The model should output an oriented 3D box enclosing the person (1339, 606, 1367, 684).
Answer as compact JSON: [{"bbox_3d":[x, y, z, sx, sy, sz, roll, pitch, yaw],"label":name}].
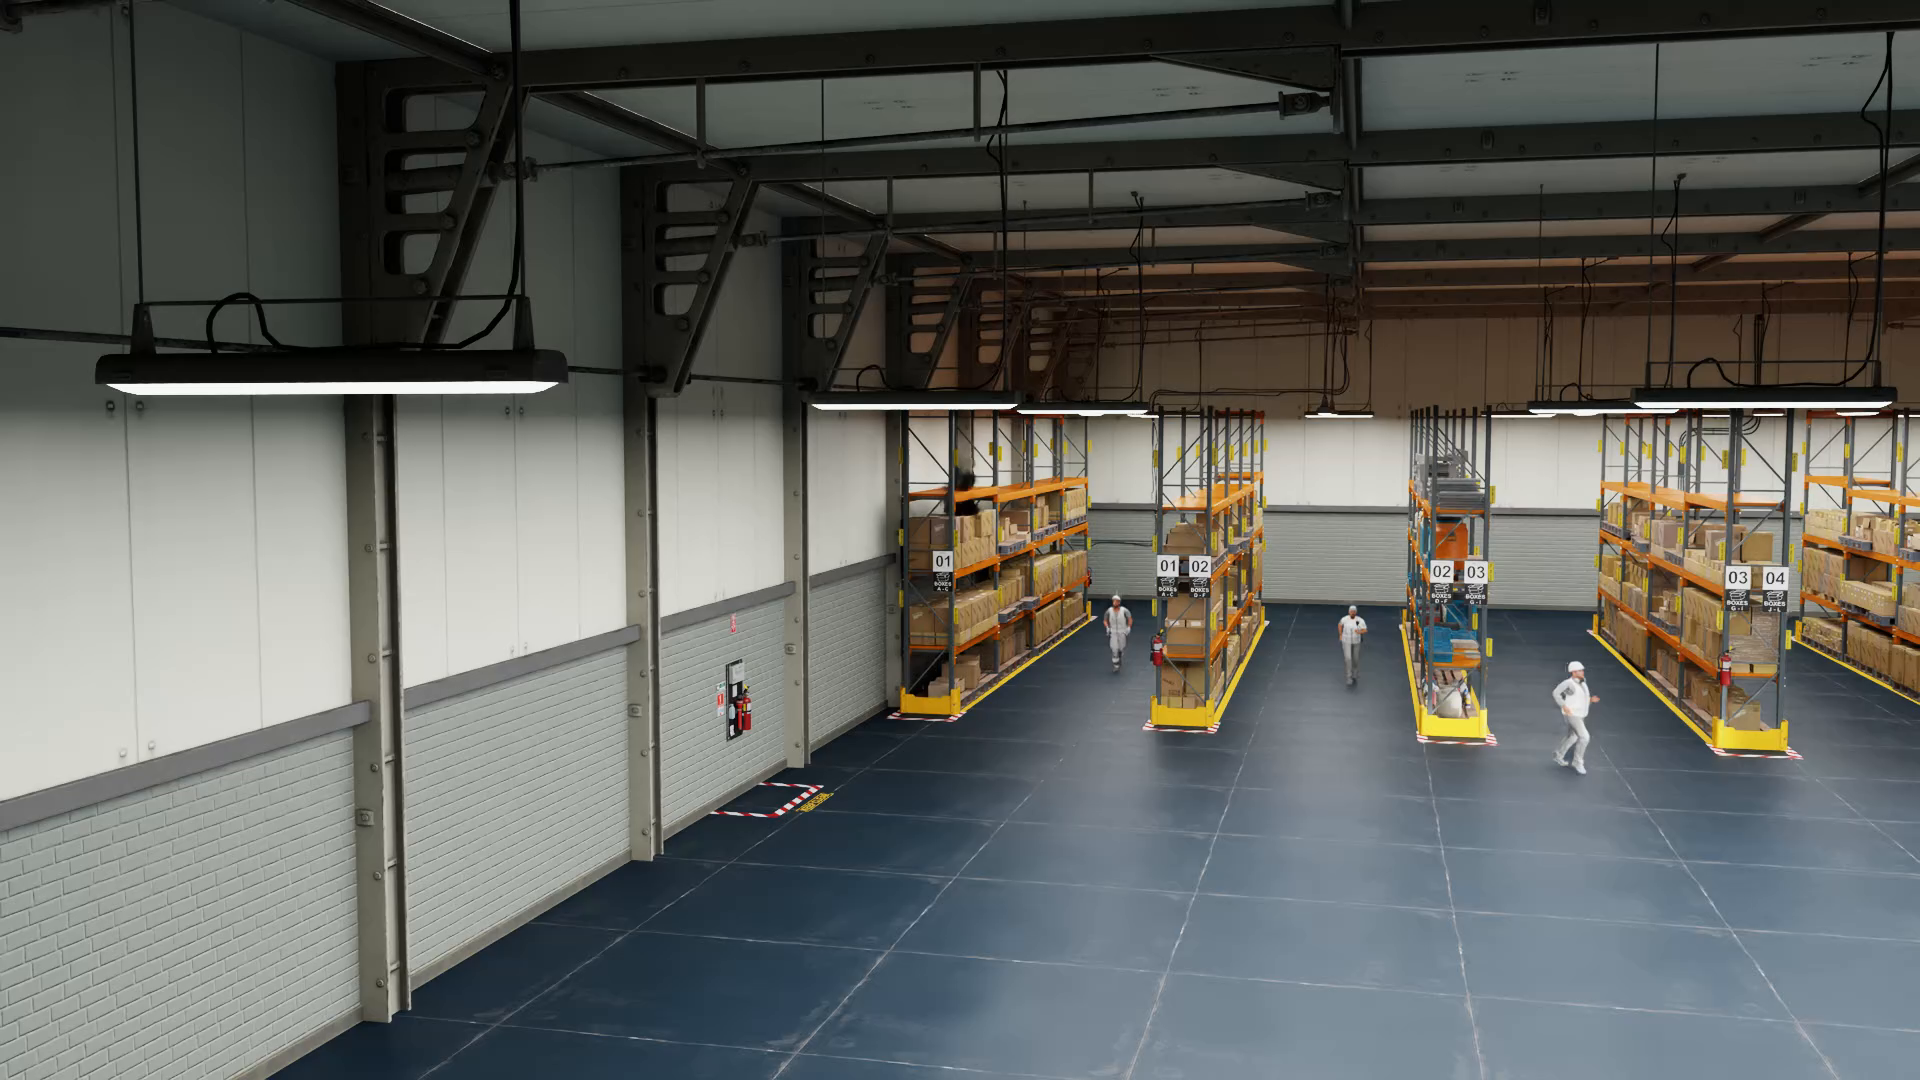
[{"bbox_3d":[8.581,2.262,36.352,0.599,1.668,0.919,1,4,11],"label":"person"}]

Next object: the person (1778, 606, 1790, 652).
[{"bbox_3d":[19.919,2.040,40.527,0.547,1.594,0.782,1,4,17],"label":"person"}]

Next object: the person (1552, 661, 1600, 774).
[{"bbox_3d":[10.052,2.897,27.182,0.638,1.834,0.779,-4,6,-45],"label":"person"}]

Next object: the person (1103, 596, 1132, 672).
[{"bbox_3d":[3.586,2.137,37.905,0.661,1.745,0.548,1,4,9],"label":"person"}]
